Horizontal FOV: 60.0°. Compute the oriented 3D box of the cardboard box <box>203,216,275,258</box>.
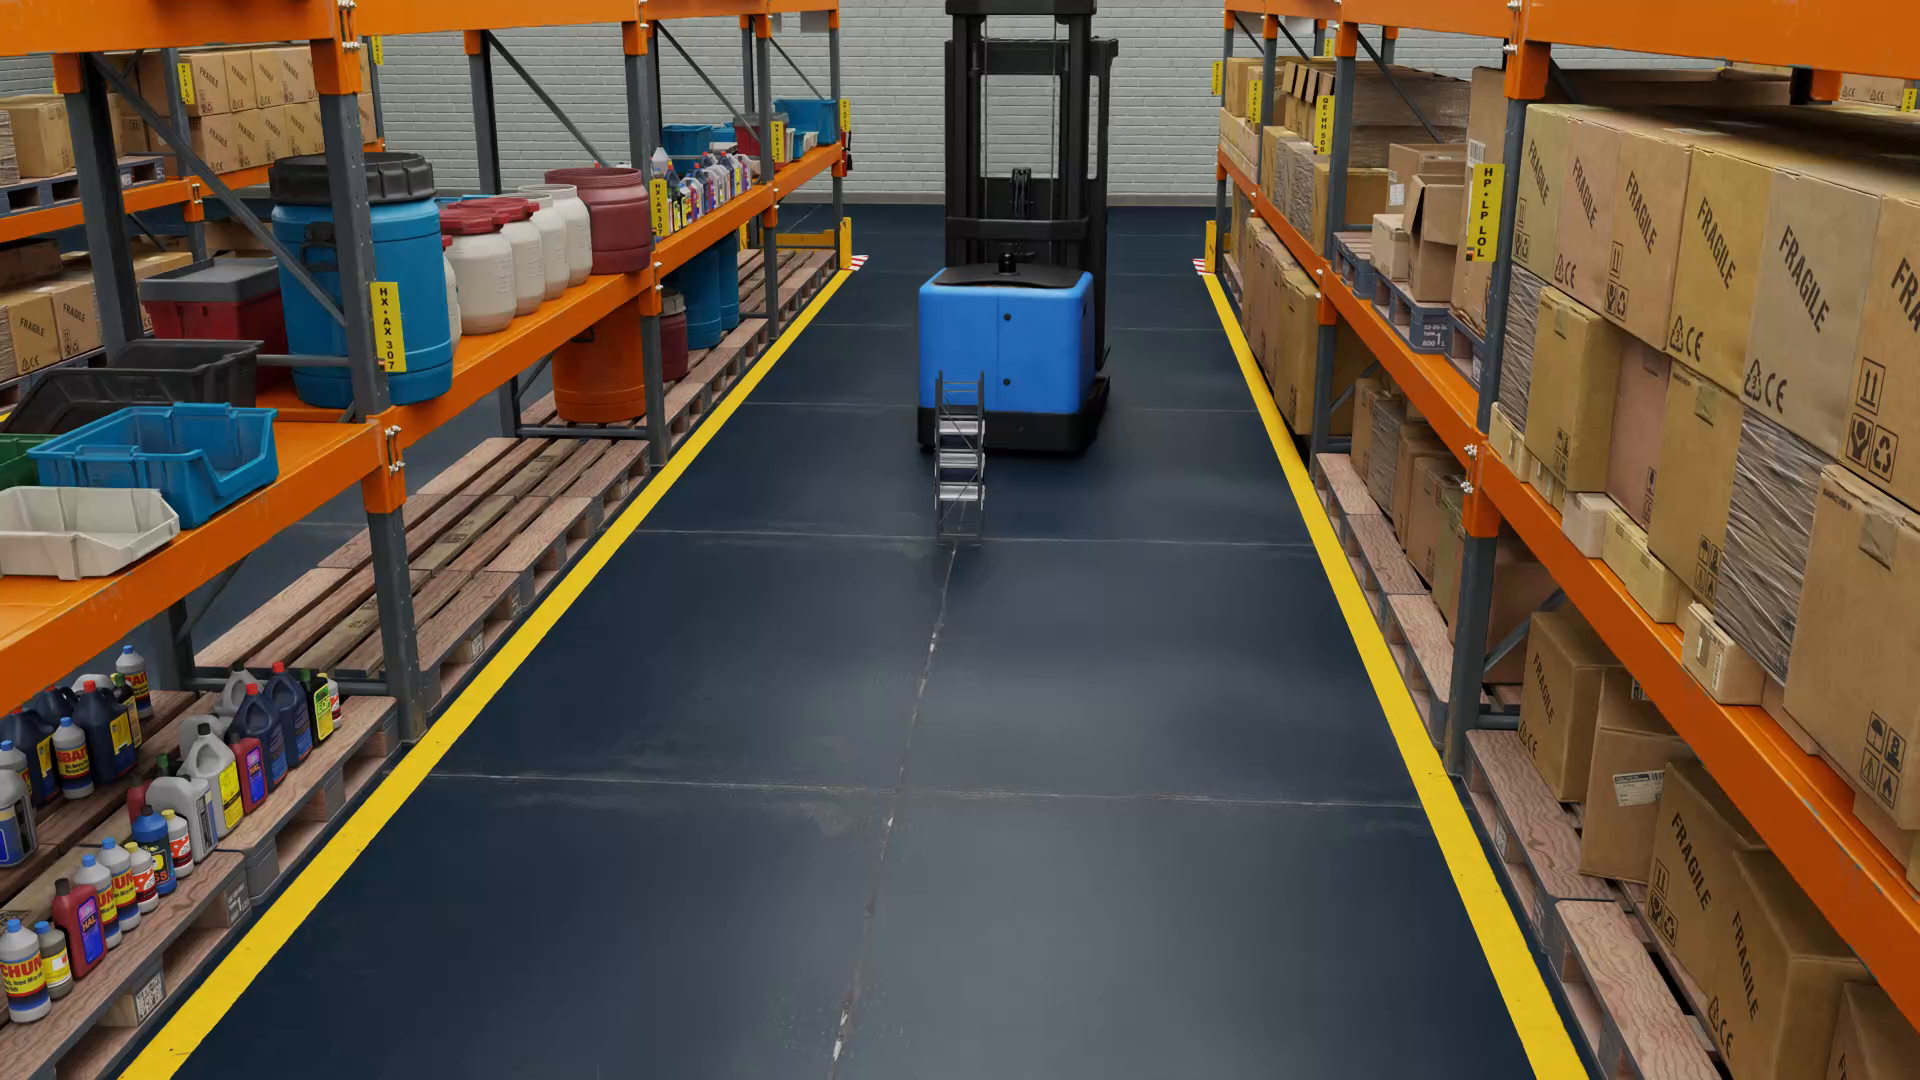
[{"bbox_3d":[-6.851,-2.856,16.124,0.797,0.503,0.637,1,18,4],"label":"cardboard box"}]

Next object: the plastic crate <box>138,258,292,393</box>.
[{"bbox_3d":[-2.884,-0.841,6.569,0.402,0.464,0.583,1,18,4],"label":"plastic crate"}]

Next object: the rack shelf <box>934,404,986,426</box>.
[{"bbox_3d":[0.001,-0.655,8.717,0.258,0.077,0.200,1,18,4],"label":"rack shelf"}]

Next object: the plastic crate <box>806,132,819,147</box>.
[{"bbox_3d":[-1.631,-4.026,16.719,0.396,0.136,0.243,1,18,4],"label":"plastic crate"}]

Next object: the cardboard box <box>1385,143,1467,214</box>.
[{"bbox_3d":[2.614,-1.863,8.957,0.500,0.500,0.500,-1,18,-3],"label":"cardboard box"}]

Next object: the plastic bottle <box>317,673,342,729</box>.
[{"bbox_3d":[-2.329,0.587,6.101,0.097,0.201,0.097,0,18,0],"label":"plastic bottle"}]

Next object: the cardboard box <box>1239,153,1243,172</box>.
[{"bbox_3d":[2.668,-3.329,14.670,0.380,0.149,0.250,2,18,5],"label":"cardboard box"}]

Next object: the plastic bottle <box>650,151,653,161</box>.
[{"bbox_3d":[-2.492,-2.978,13.381,0.061,0.283,0.133,1,18,4],"label":"plastic bottle"}]

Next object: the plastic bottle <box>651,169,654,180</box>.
[{"bbox_3d":[-2.368,-2.652,12.400,0.152,0.276,0.135,1,18,4],"label":"plastic bottle"}]

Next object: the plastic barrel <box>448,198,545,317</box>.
[{"bbox_3d":[-2.243,-1.372,8.075,0.433,0.535,0.433,0,18,0],"label":"plastic barrel"}]

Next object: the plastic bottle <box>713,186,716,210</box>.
[{"bbox_3d":[-1.816,-2.493,12.033,0.097,0.201,0.097,0,18,0],"label":"plastic bottle"}]

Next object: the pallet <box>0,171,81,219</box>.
[{"bbox_3d":[-7.133,-2.520,12.105,1.003,0.211,1.213,1,18,4],"label":"pallet"}]

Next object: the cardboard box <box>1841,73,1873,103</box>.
[{"bbox_3d":[7.636,-3.862,13.647,0.500,0.500,0.500,1,18,2],"label":"cardboard box"}]

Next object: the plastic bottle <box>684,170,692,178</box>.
[{"bbox_3d":[-1.961,-2.560,12.125,0.097,0.271,0.097,0,18,0],"label":"plastic bottle"}]

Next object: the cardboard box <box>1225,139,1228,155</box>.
[{"bbox_3d":[2.780,-3.807,16.127,0.380,0.149,0.250,1,18,3],"label":"cardboard box"}]

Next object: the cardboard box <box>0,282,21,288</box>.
[{"bbox_3d":[-7.366,-1.648,12.443,0.500,0.500,0.500,1,18,2],"label":"cardboard box"}]

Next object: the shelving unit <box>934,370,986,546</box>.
[{"bbox_3d":[0.001,-0.430,8.791,0.258,0.900,0.210,1,18,4],"label":"shelving unit"}]

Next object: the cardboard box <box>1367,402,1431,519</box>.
[{"bbox_3d":[2.558,-0.425,8.710,0.700,0.500,0.500,0,18,-1],"label":"cardboard box"}]

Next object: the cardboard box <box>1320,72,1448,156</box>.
[{"bbox_3d":[2.731,-2.738,10.690,0.797,0.503,0.637,2,18,5],"label":"cardboard box"}]

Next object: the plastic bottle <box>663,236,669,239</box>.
[{"bbox_3d":[-1.905,-2.068,10.605,0.061,0.283,0.133,1,18,4],"label":"plastic bottle"}]

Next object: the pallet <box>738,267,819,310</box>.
[{"bbox_3d":[-1.942,-2.422,15.975,1.003,0.211,1.213,1,18,4],"label":"pallet"}]

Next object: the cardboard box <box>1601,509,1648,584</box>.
[{"bbox_3d":[1.946,0.026,4.431,0.380,0.149,0.250,1,18,4],"label":"cardboard box"}]

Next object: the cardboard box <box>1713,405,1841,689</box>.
[{"bbox_3d":[2.102,0.028,3.381,0.875,0.500,0.500,1,18,4],"label":"cardboard box"}]

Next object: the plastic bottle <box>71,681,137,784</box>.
[{"bbox_3d":[-2.942,0.641,5.696,0.144,0.351,0.185,1,18,4],"label":"plastic bottle"}]

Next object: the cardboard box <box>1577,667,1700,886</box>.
[{"bbox_3d":[2.224,0.747,5.165,0.500,0.500,0.500,7,20,21],"label":"cardboard box"}]

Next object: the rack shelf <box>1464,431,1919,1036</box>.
[{"bbox_3d":[2.183,0.421,3.978,1.077,0.370,4.000,1,18,4],"label":"rack shelf"}]

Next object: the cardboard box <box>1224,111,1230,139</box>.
[{"bbox_3d":[2.852,-4.035,16.183,0.500,0.250,0.500,1,18,3],"label":"cardboard box"}]

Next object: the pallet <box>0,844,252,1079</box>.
[{"bbox_3d":[-2.788,1.260,4.740,1.003,0.211,1.213,1,18,4],"label":"pallet"}]

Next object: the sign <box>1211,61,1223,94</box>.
[{"bbox_3d":[2.634,-4.733,17.032,0.100,0.325,0.005,1,18,4],"label":"sign"}]

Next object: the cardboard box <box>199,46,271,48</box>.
[{"bbox_3d":[-7.059,-4.565,16.270,0.500,0.500,0.500,2,18,5],"label":"cardboard box"}]

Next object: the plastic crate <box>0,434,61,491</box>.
[{"bbox_3d":[-2.993,-0.137,4.864,0.450,0.188,0.662,1,18,4],"label":"plastic crate"}]

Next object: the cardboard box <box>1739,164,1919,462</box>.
[{"bbox_3d":[1.901,-0.451,3.239,0.500,0.500,0.500,1,18,4],"label":"cardboard box"}]

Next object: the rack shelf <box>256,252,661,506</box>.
[{"bbox_3d":[-2.470,-0.932,8.106,1.077,0.370,4.000,1,18,4],"label":"rack shelf"}]

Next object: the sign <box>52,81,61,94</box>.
[{"bbox_3d":[-7.522,-3.671,13.917,0.100,0.325,0.005,1,18,4],"label":"sign"}]

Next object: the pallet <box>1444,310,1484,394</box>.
[{"bbox_3d":[2.526,-0.685,6.506,1.003,0.211,1.213,1,18,4],"label":"pallet"}]

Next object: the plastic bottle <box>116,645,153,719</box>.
[{"bbox_3d":[-3.074,0.524,6.183,0.097,0.271,0.097,0,18,0],"label":"plastic bottle"}]

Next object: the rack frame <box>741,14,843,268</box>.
[{"bbox_3d":[-1.754,-4.380,17.473,1.000,3.000,0.127,1,18,4],"label":"rack frame"}]

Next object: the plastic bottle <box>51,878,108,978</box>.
[{"bbox_3d":[-2.425,1.045,4.572,0.061,0.283,0.133,2,18,5],"label":"plastic bottle"}]

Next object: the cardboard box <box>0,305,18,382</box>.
[{"bbox_3d":[-6.918,-1.326,11.460,0.500,0.500,0.500,1,18,2],"label":"cardboard box"}]

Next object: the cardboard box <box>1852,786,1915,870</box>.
[{"bbox_3d":[1.873,0.492,3.007,0.380,0.149,0.250,1,18,4],"label":"cardboard box"}]

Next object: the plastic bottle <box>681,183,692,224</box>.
[{"bbox_3d":[-1.872,-2.284,11.282,0.097,0.271,0.097,0,18,0],"label":"plastic bottle"}]

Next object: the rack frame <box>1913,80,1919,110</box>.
[{"bbox_3d":[7.840,-2.885,12.910,1.000,3.000,0.127,1,18,4],"label":"rack frame"}]

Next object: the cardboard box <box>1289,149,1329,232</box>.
[{"bbox_3d":[2.477,-2.307,10.986,0.500,0.500,0.500,1,18,2],"label":"cardboard box"}]

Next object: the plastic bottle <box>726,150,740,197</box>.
[{"bbox_3d":[-1.780,-2.821,12.796,0.144,0.351,0.185,1,18,4],"label":"plastic bottle"}]

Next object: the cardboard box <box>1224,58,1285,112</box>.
[{"bbox_3d":[2.847,-4.398,16.085,0.500,0.500,0.500,1,18,3],"label":"cardboard box"}]

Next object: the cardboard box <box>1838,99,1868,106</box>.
[{"bbox_3d":[7.631,-3.392,13.818,0.500,0.500,0.500,1,18,2],"label":"cardboard box"}]

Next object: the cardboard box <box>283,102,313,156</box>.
[{"bbox_3d":[-6.566,-3.922,15.913,0.500,0.500,0.500,1,18,3],"label":"cardboard box"}]

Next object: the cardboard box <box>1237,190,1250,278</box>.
[{"bbox_3d":[3.155,-2.976,15.926,0.875,0.875,0.875,1,18,4],"label":"cardboard box"}]

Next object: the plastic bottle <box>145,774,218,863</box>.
[{"bbox_3d":[-2.425,0.849,5.183,0.152,0.276,0.135,2,18,5],"label":"plastic bottle"}]

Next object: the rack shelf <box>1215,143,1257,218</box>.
[{"bbox_3d":[3.043,-3.306,15.352,1.077,0.370,4.000,1,18,4],"label":"rack shelf"}]

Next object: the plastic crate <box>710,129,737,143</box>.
[{"bbox_3d":[-2.216,-3.757,15.745,0.416,0.233,0.300,1,18,4],"label":"plastic crate"}]

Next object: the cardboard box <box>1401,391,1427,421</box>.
[{"bbox_3d":[2.567,-0.789,8.616,0.500,0.250,0.500,3,18,10],"label":"cardboard box"}]

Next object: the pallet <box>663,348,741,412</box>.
[{"bbox_3d":[-2.222,-1.194,12.228,1.003,0.211,1.213,1,18,4],"label":"pallet"}]

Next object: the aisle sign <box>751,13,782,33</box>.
[{"bbox_3d":[-2.045,-5.644,17.156,0.394,0.787,0.004,1,18,4],"label":"aisle sign"}]

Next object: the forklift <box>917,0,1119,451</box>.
[{"bbox_3d":[0.483,-2.364,11.430,1.130,2.935,3.031,3,18,9],"label":"forklift"}]
